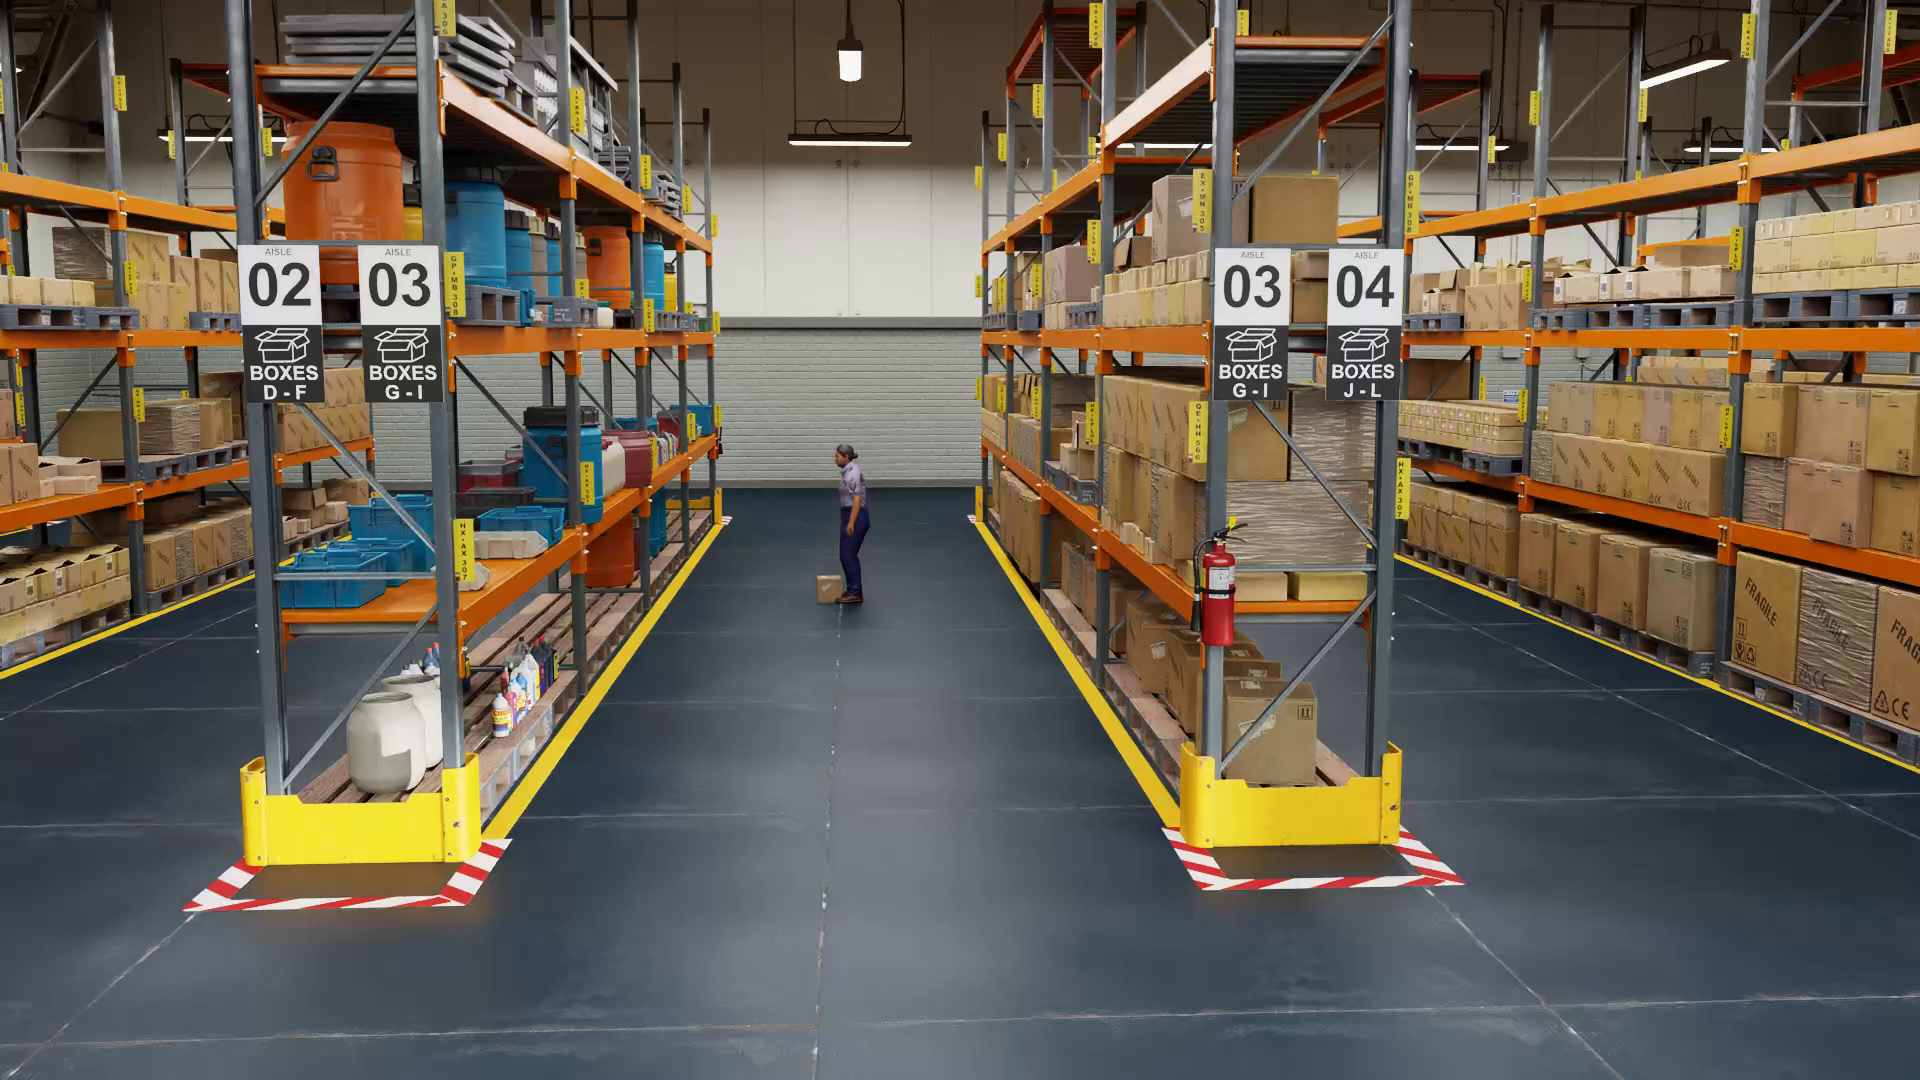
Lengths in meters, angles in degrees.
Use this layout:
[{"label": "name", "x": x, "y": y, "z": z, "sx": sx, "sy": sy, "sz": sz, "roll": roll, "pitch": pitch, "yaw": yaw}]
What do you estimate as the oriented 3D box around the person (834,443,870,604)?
[{"label": "person", "x": -1.131, "y": -0.178, "z": 17.304, "sx": 0.375, "sy": 1.636, "sz": 0.548, "roll": -1, "pitch": 7, "yaw": -6}]
